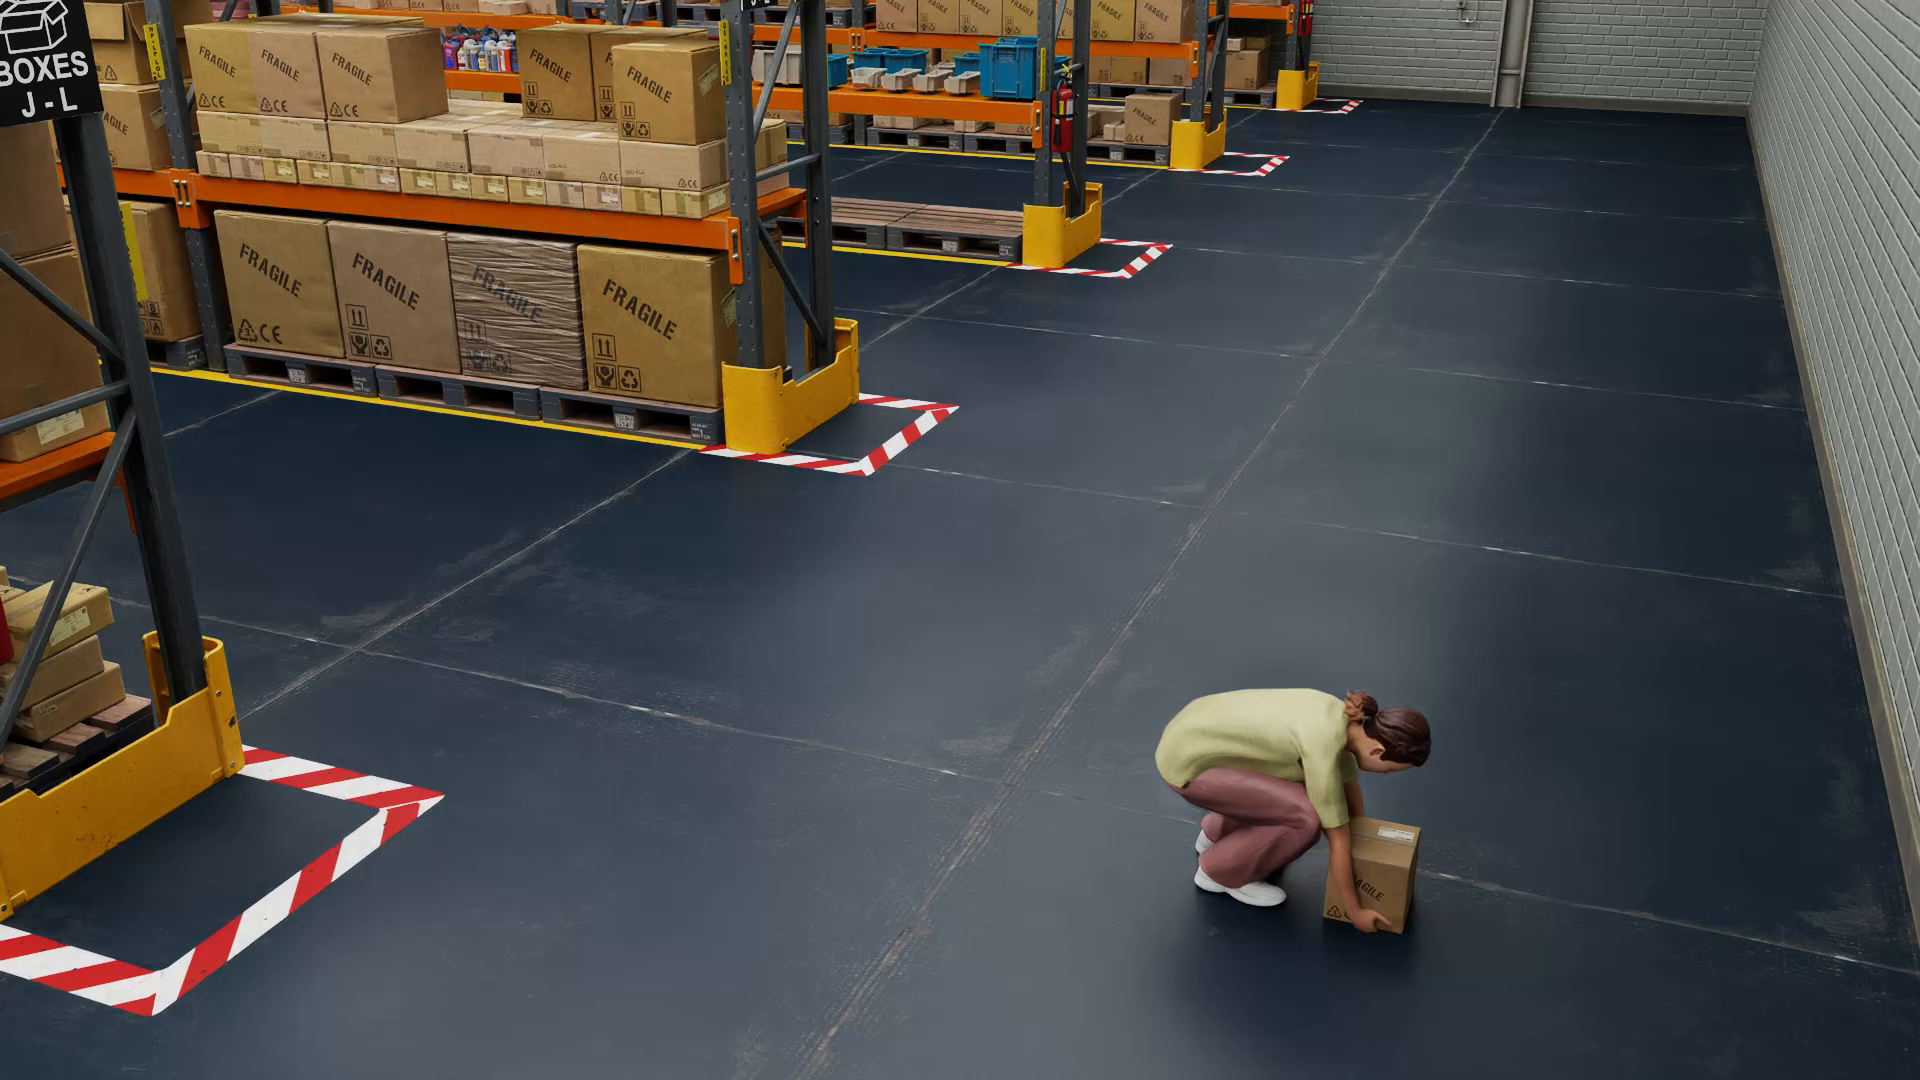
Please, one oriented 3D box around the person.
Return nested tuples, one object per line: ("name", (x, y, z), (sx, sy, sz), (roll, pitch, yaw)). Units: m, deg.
("person", (1.062, 0.810, 5.391), (0.856, 0.772, 0.454), (8, 24, 19))
